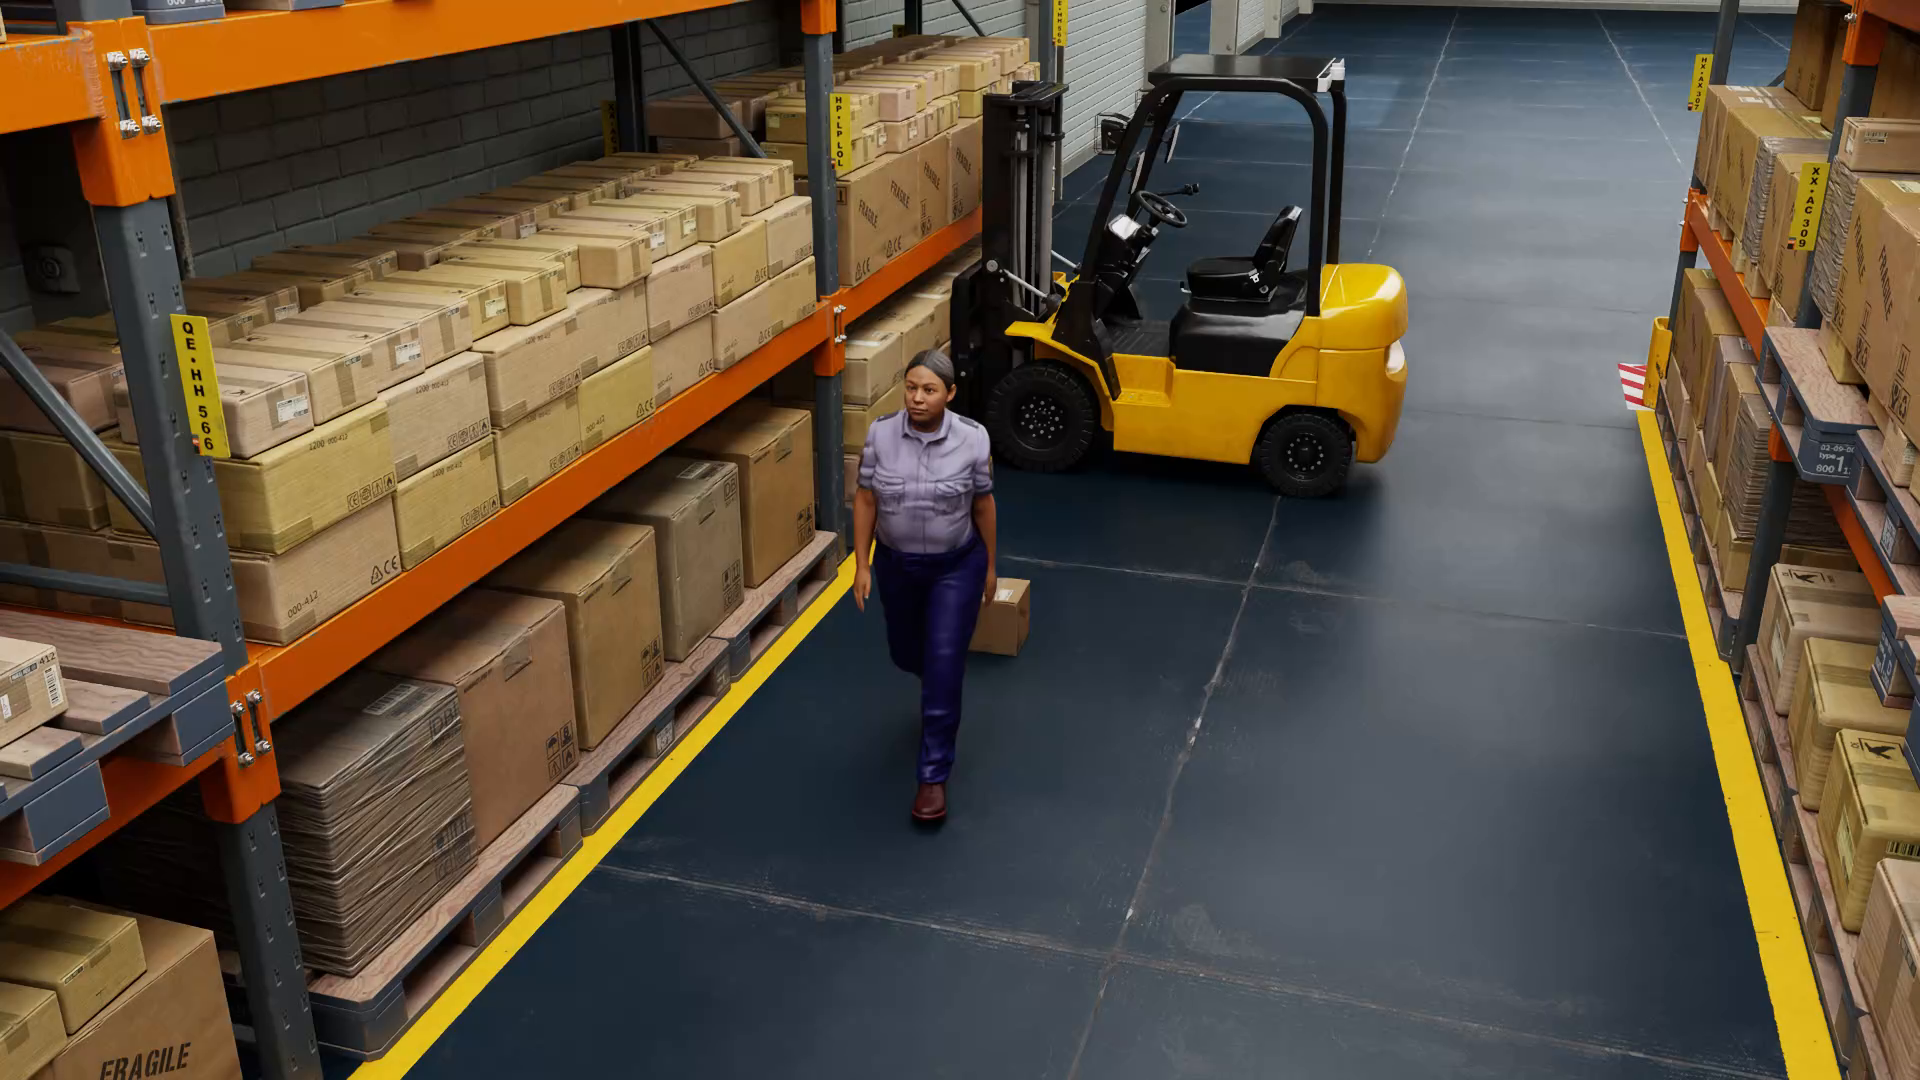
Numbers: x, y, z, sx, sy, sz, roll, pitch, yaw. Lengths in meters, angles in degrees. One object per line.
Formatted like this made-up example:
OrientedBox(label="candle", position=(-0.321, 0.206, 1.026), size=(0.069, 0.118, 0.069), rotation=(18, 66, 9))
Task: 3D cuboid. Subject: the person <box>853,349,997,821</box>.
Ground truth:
OrientedBox(label="person", position=(-0.117, 0.082, 5.925), size=(0.489, 1.589, 0.957), rotation=(5, 23, 12))
